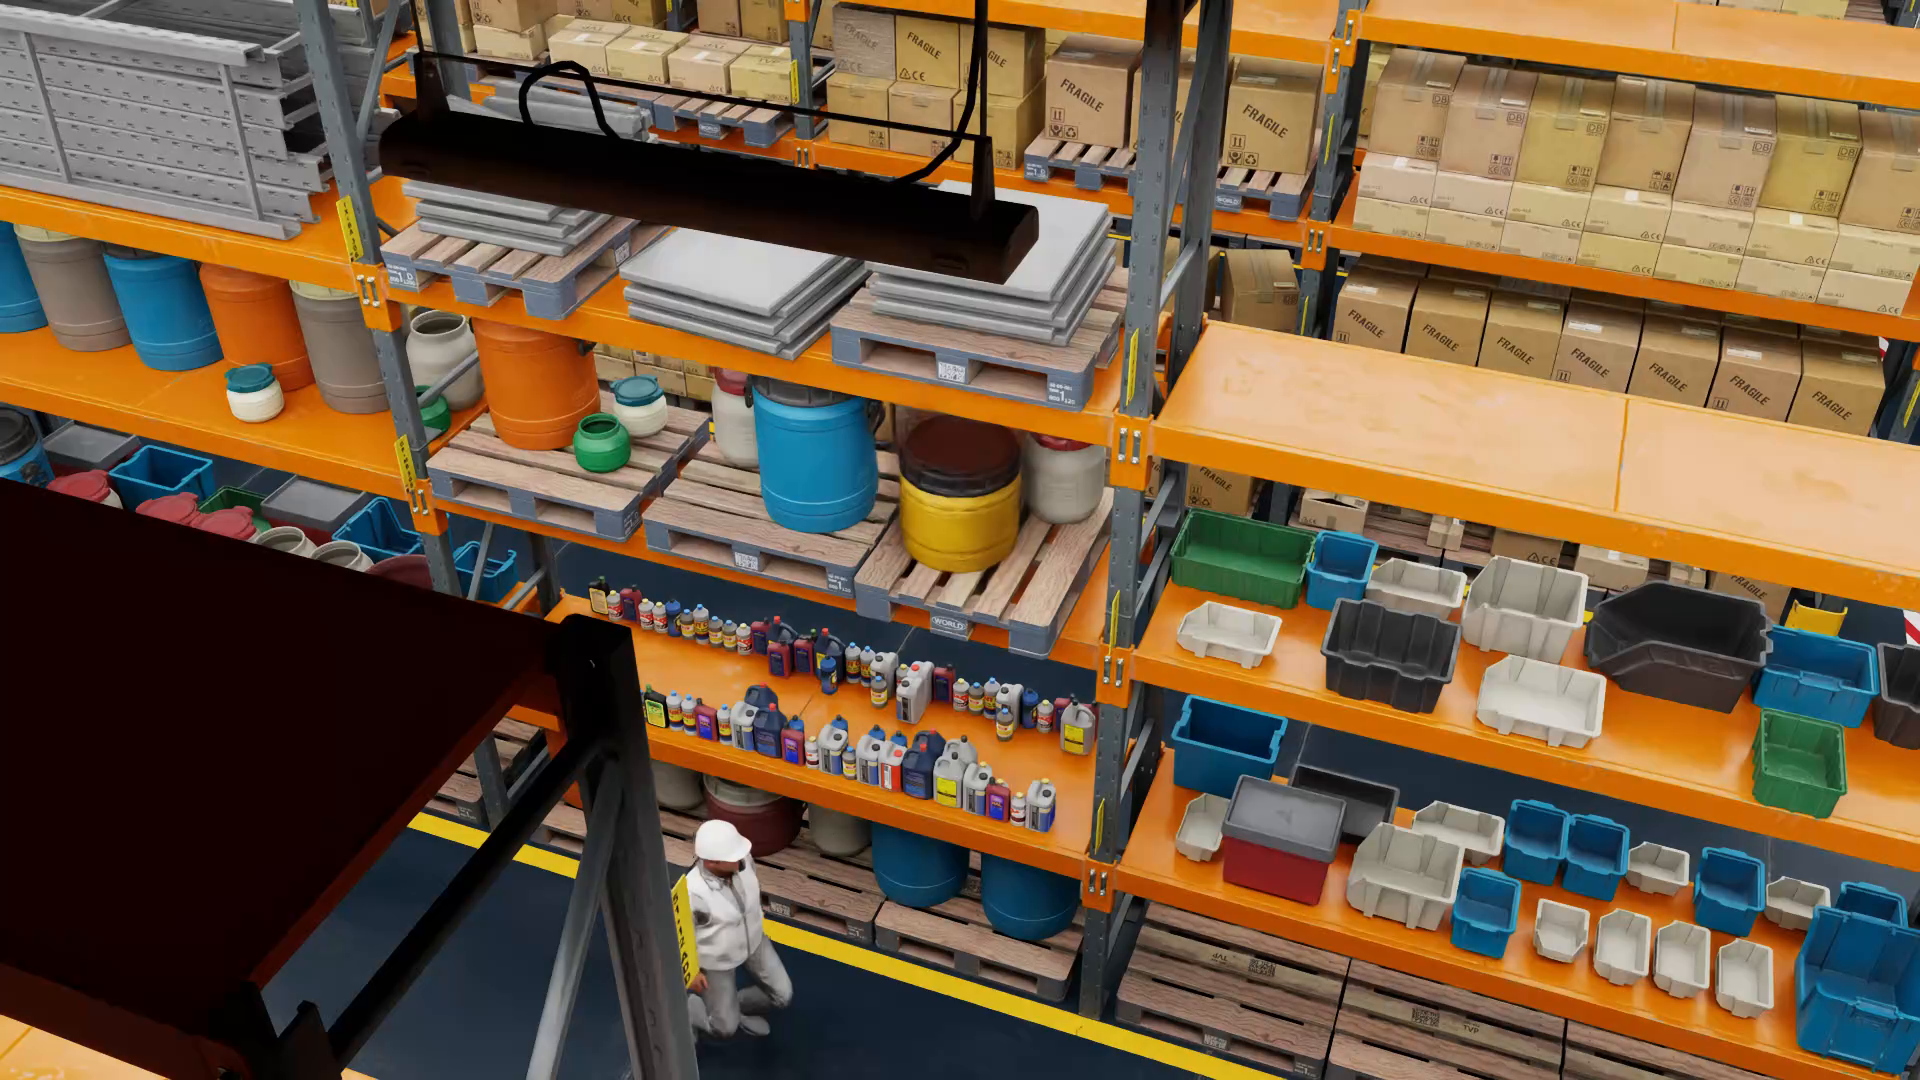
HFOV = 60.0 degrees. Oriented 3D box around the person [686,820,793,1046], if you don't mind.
[{"bbox_3d":[-1.238,2.108,8.818,0.645,1.629,0.577,24,43,28],"label":"person"}]
